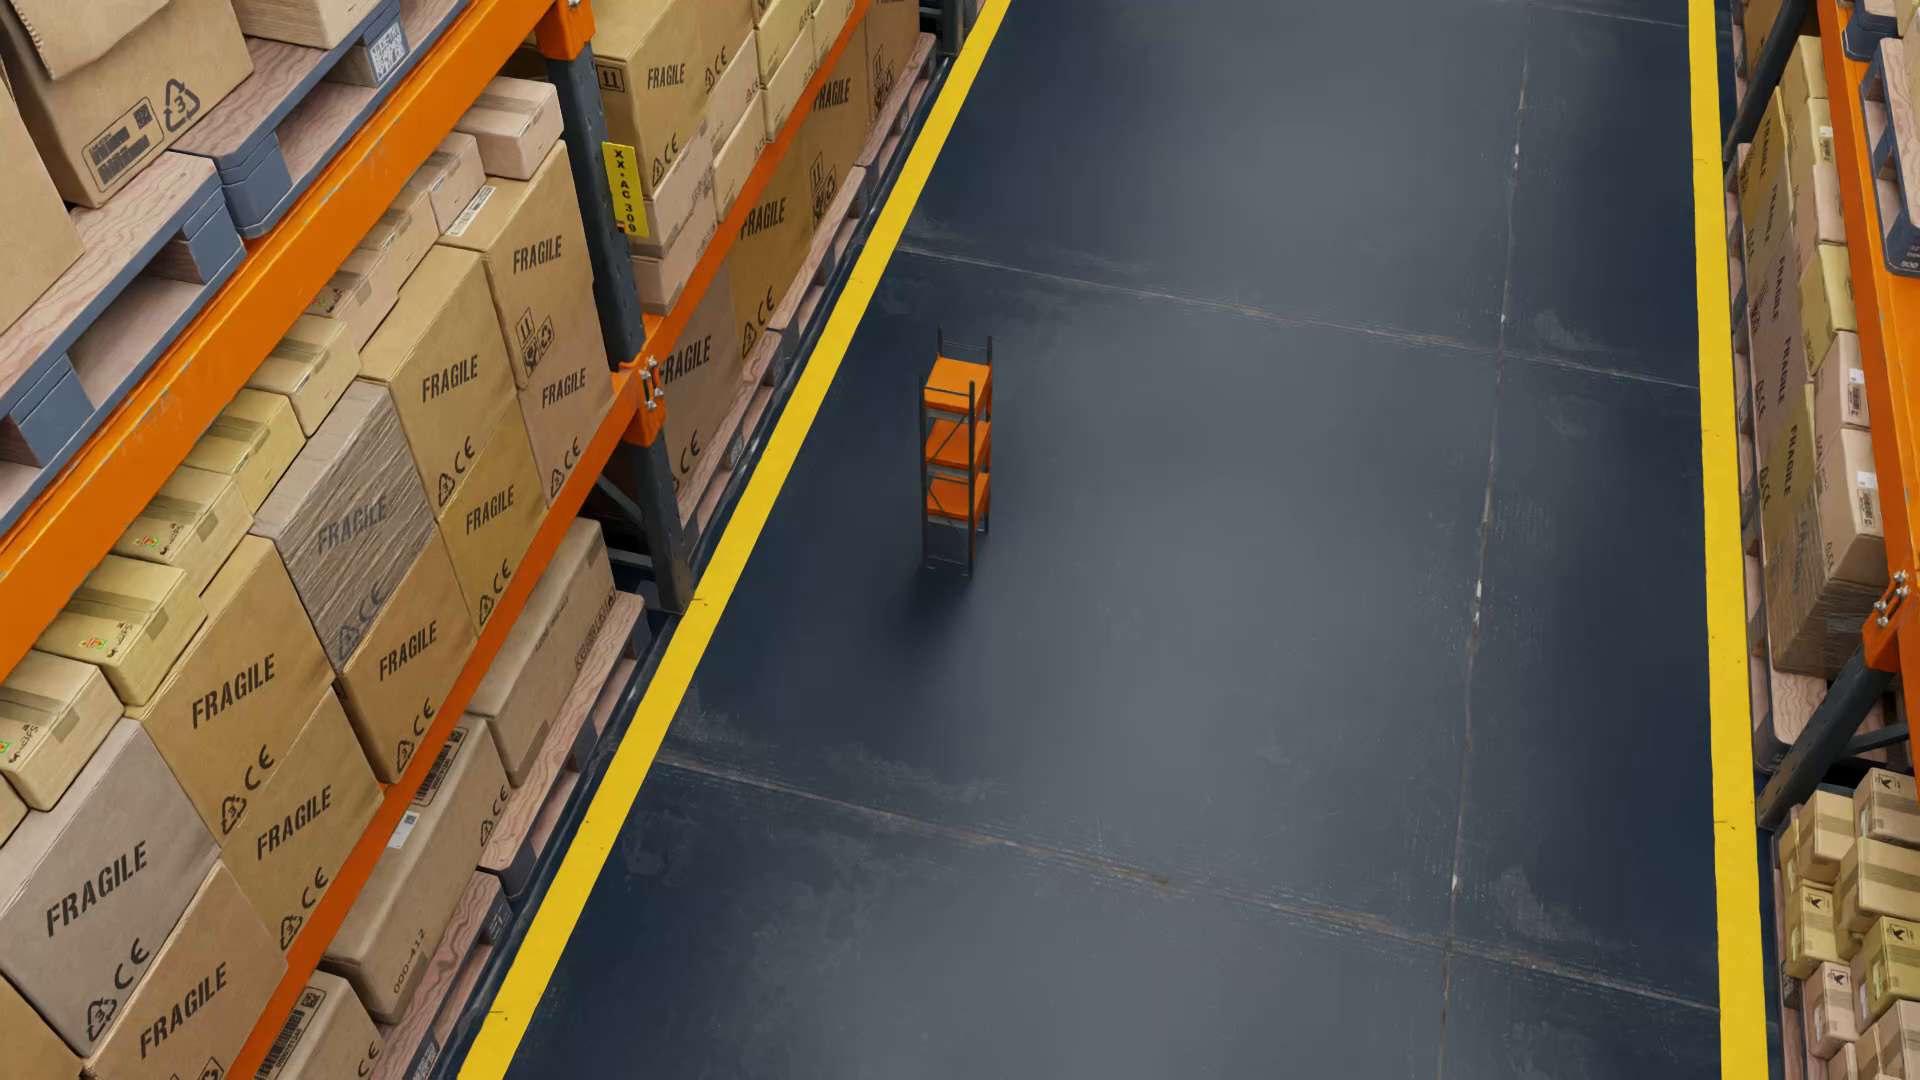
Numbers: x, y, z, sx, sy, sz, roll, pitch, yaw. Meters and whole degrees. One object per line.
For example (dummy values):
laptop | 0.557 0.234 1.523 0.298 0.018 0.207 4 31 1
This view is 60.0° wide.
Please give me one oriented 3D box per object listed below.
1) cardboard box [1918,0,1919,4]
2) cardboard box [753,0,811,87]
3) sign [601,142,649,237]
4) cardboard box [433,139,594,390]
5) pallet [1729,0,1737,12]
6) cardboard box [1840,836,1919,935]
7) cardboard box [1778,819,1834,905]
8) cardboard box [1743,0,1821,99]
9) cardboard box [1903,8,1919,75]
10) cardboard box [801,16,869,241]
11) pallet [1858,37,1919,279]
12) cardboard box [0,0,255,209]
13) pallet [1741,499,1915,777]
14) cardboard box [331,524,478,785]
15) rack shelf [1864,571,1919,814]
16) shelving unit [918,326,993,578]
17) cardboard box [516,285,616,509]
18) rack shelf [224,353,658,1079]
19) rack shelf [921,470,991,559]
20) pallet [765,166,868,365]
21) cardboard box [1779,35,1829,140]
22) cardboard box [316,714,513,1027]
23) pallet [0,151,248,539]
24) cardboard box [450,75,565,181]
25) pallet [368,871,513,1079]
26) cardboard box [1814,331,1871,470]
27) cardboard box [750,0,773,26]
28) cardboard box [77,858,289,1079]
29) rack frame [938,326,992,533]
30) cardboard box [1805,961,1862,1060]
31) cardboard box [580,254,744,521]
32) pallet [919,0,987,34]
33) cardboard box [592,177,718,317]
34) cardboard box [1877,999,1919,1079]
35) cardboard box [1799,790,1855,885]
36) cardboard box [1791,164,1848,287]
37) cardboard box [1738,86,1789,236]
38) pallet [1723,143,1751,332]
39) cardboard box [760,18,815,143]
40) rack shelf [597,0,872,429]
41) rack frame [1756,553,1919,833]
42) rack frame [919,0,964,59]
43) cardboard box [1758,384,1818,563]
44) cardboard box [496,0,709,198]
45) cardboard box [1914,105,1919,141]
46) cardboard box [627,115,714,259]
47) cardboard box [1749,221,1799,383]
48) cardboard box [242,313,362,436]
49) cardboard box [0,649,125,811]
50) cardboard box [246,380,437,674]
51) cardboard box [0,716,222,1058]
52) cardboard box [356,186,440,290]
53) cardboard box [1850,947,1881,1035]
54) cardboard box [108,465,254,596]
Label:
cardboard box | 3.800 -2.098 6.209 0.380 0.149 0.250 12 50 10
cardboard box | -0.875 -1.958 6.163 0.500 0.250 0.500 12 50 11
sign | -0.996 -1.041 4.957 0.100 0.325 0.005 12 50 10
cardboard box | -1.390 -0.805 4.645 0.500 0.500 0.500 11 50 10
pallet | 4.926 -3.339 9.475 1.003 0.211 1.213 12 50 10
cardboard box | 2.850 1.070 4.948 0.380 0.149 0.250 14 50 12
cardboard box | 2.865 1.071 5.344 0.380 0.149 0.250 10 49 8
cardboard box | 4.570 -2.644 8.222 1.050 0.750 0.750 11 49 10
cardboard box | 3.732 -1.821 6.163 0.380 0.149 0.250 13 50 11
cardboard box | -0.980 -2.039 7.605 0.875 0.875 0.875 12 50 10
pallet | 3.842 -1.323 5.964 1.003 0.211 1.213 12 50 10
cardboard box | -1.856 -1.054 3.182 0.797 0.503 0.637 15 50 13
pallet | 3.474 0.426 6.152 1.003 0.211 1.213 12 50 10
cardboard box | -1.656 0.256 4.376 0.500 0.500 0.500 11 49 9
rack shelf | 2.744 1.751 3.602 1.077 0.370 4.000 12 50 10
shelving unit | -0.014 -0.309 6.241 0.215 1.050 0.252 12 50 10
cardboard box | -1.407 -0.484 5.029 0.500 0.500 0.500 12 50 10
rack shelf | -2.058 0.848 4.400 1.077 0.370 4.000 12 50 10
rack shelf | -0.014 -0.118 6.457 0.215 0.259 0.240 12 50 10
pallet | -1.082 -1.373 7.739 1.003 0.211 1.213 12 50 10
cardboard box | 3.908 -1.936 7.263 0.500 0.250 0.500 10 49 8
cardboard box | -2.036 0.952 5.256 0.875 0.438 0.875 10 49 9
pallet | -2.080 -0.331 3.019 1.003 0.211 1.213 12 50 10
cardboard box | -1.306 -1.130 4.499 0.380 0.149 0.250 11 49 9
pallet | -2.127 1.506 5.199 1.003 0.211 1.213 12 50 10
cardboard box | 3.371 -0.451 5.953 0.500 0.250 0.500 14 50 12
cardboard box | -0.897 -2.198 5.875 0.500 0.500 0.500 10 49 9
cardboard box | -1.924 0.997 3.722 0.500 0.500 0.500 11 50 10
rack frame | 0.018 -0.397 6.319 0.200 1.050 0.008 12 50 10
cardboard box | 2.779 1.454 5.007 0.380 0.149 0.250 11 50 10
cardboard box | -1.446 -0.737 6.456 0.875 0.875 0.875 13 50 11
pallet | -0.272 -3.373 9.505 1.003 0.211 1.213 12 50 10
cardboard box | -1.161 -1.054 5.698 0.500 0.250 0.500 11 49 9
cardboard box | 2.784 1.456 4.608 0.380 0.149 0.250 10 49 9
cardboard box | 2.866 0.972 5.234 0.380 0.149 0.250 14 50 12
cardboard box | 3.632 -1.213 6.626 0.500 0.250 0.500 12 50 10
cardboard box | 3.891 -1.677 7.535 0.500 0.500 0.500 10 49 8
pallet | 4.116 -1.339 7.710 1.003 0.211 1.213 12 50 10
cardboard box | -0.876 -1.796 6.353 0.500 0.250 0.500 11 50 10
rack shelf | -1.005 -2.046 6.953 1.077 0.370 4.000 12 50 10
rack frame | 3.270 0.067 4.609 1.000 3.000 0.127 12 50 10
rack frame | -0.479 -3.730 7.961 1.000 3.000 0.127 12 50 10
cardboard box | 3.357 -0.201 6.233 0.500 0.500 0.500 11 49 9
cardboard box | -1.139 -1.463 5.225 0.500 0.500 0.500 12 50 10
cardboard box | 3.594 -1.451 5.837 0.380 0.149 0.250 10 49 9
cardboard box | -1.144 -1.215 5.508 0.500 0.250 0.500 10 49 9
cardboard box | 3.631 -0.941 6.885 0.500 0.500 0.500 10 49 9
cardboard box | -1.635 -0.408 3.862 0.380 0.149 0.250 11 50 10
cardboard box | -1.868 0.340 3.202 0.380 0.149 0.250 12 50 10
cardboard box | -1.656 -0.070 3.996 0.500 0.500 0.500 12 50 11
cardboard box | -1.926 0.652 3.359 0.500 0.500 0.500 11 50 10
cardboard box | -1.555 -0.782 4.192 0.380 0.149 0.250 12 50 10
cardboard box | 2.857 1.356 4.895 0.380 0.149 0.250 11 50 10
cardboard box | -1.753 -0.037 3.535 0.380 0.149 0.250 12 50 10
